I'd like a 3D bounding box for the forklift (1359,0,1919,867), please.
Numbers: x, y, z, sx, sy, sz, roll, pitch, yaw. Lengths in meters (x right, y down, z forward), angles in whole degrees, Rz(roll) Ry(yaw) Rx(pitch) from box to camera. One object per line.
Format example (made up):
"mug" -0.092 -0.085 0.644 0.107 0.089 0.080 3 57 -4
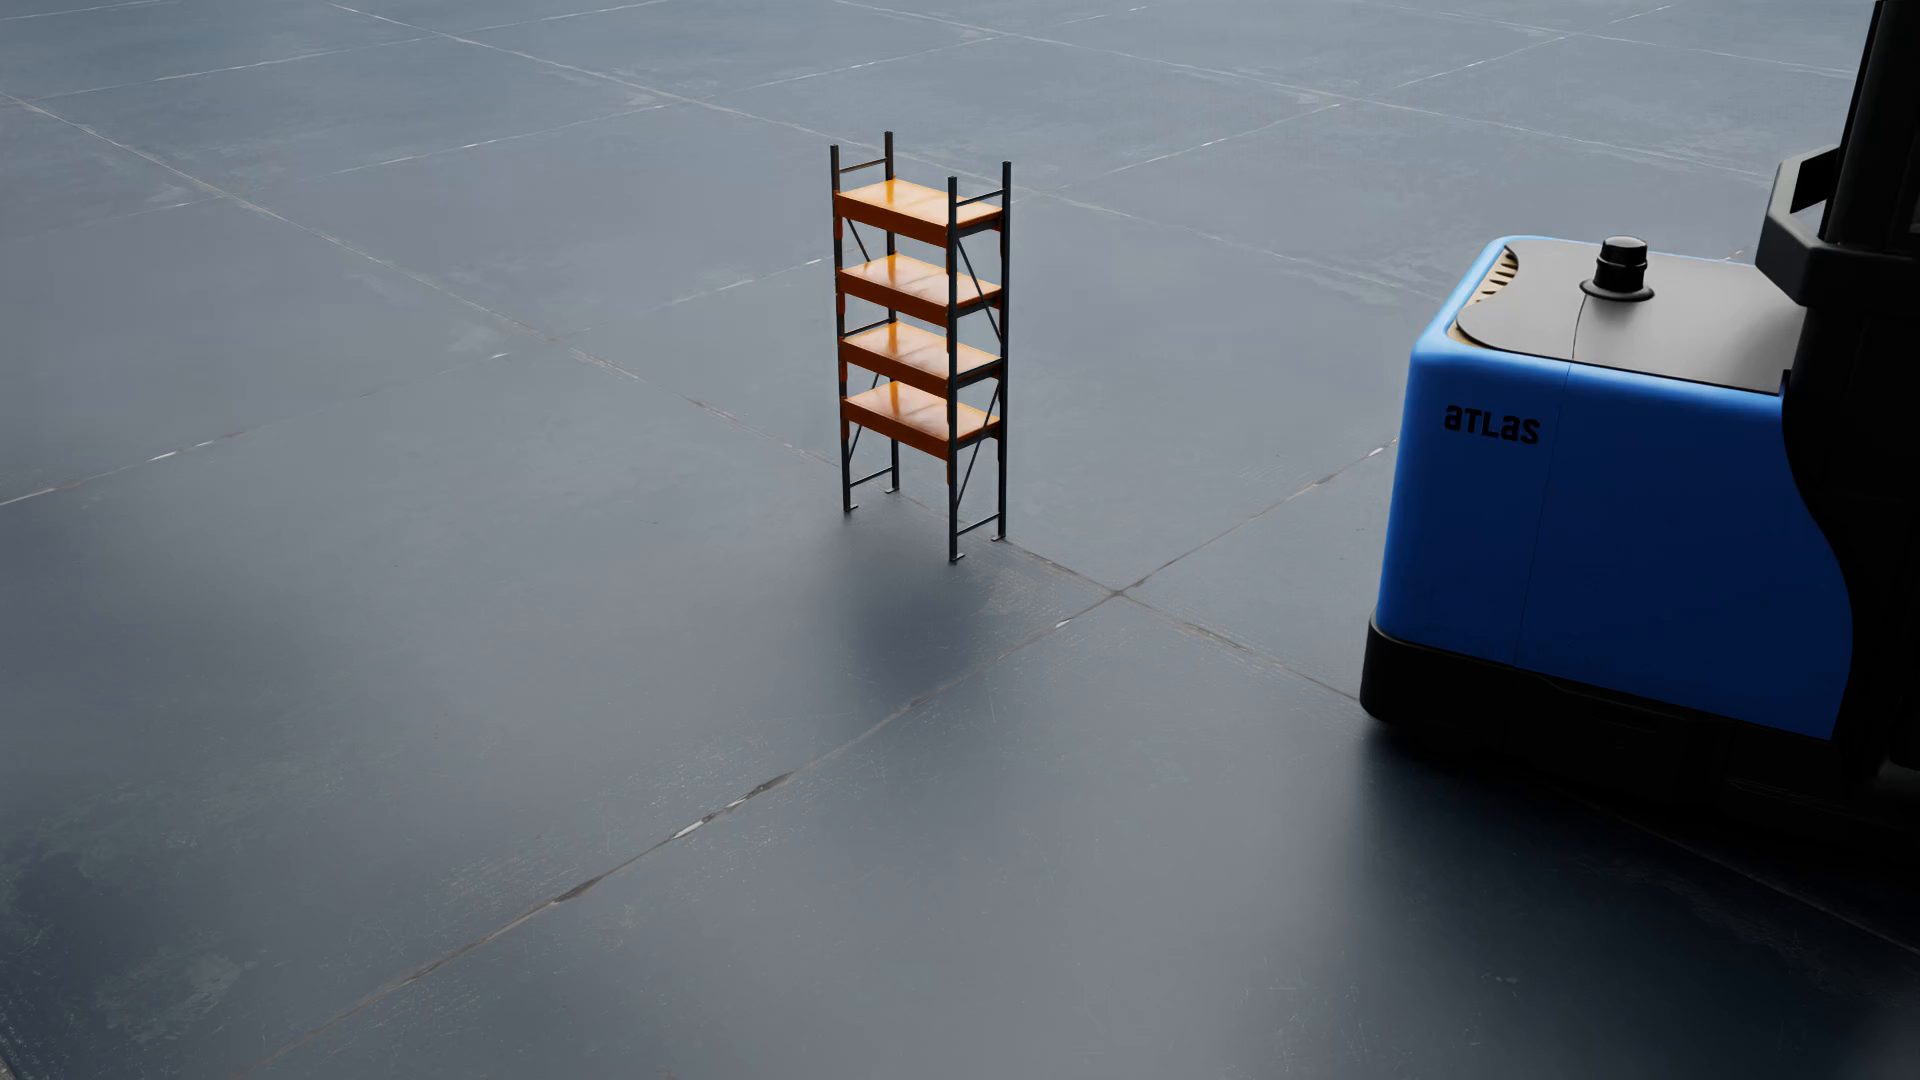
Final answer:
"forklift" 2.584 -0.687 3.408 3.031 2.935 1.130 13 31 24

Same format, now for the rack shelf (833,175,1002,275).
"rack shelf" -0.118 -0.933 4.891 0.480 0.148 0.258 25 36 38

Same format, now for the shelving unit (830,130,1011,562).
"shelving unit" -0.118 -0.585 5.073 0.503 1.200 0.258 25 36 38

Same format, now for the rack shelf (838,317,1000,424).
"rack shelf" -0.118 -0.526 5.105 0.480 0.148 0.258 25 36 38

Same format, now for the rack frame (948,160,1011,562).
"rack frame" 0.056 -0.505 4.922 0.015 1.200 0.240 25 36 38

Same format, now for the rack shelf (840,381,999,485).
"rack shelf" -0.118 -0.350 5.197 0.480 0.148 0.258 25 36 38

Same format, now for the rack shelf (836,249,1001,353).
"rack shelf" -0.118 -0.724 5.001 0.480 0.148 0.258 25 36 38

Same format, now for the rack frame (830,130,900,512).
"rack frame" -0.292 -0.665 5.225 0.015 1.200 0.240 25 36 38
